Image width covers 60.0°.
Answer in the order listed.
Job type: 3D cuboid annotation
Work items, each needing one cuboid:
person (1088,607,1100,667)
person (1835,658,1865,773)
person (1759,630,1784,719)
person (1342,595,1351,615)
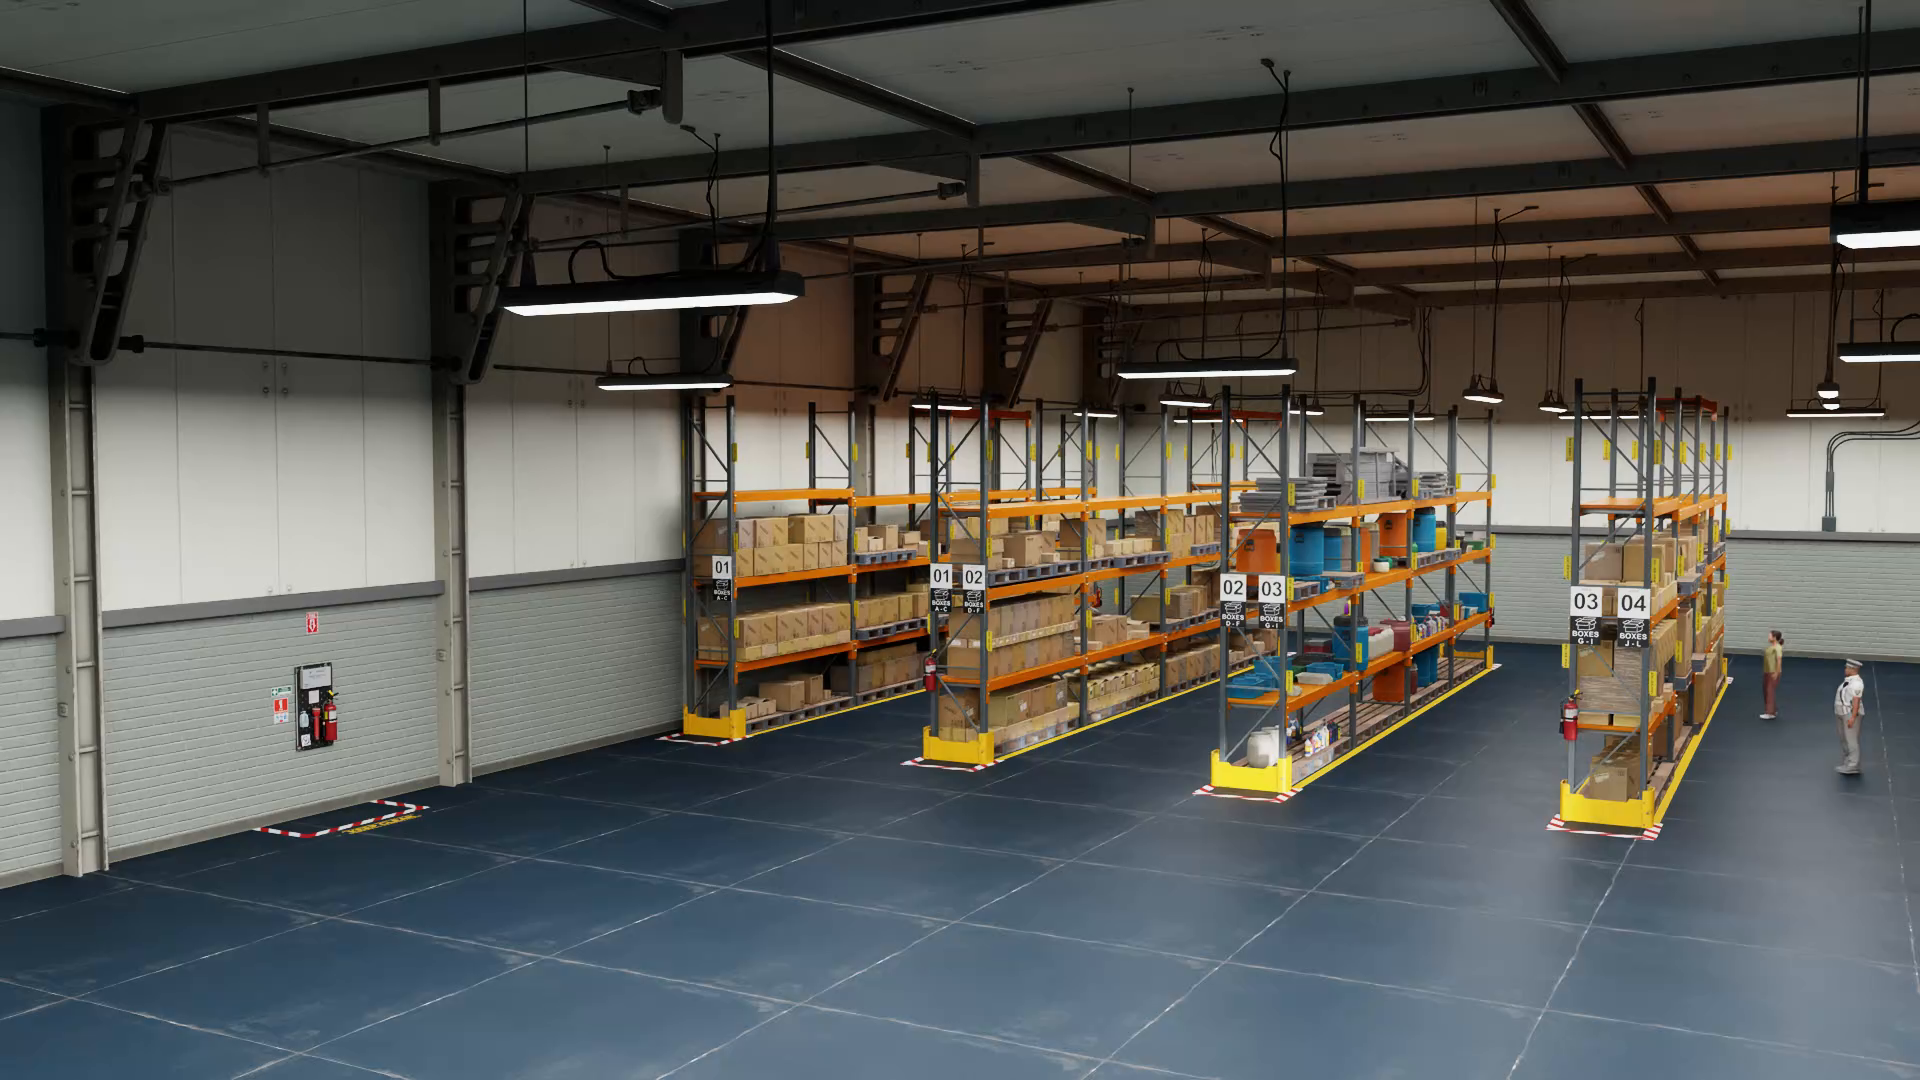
[{"bbox_3d":[2.861,2.270,36.268,0.931,1.646,0.528,-1,3,-26],"label":"person"},{"bbox_3d":[13.913,2.757,26.081,0.513,1.774,0.597,0,3,0],"label":"person"},{"bbox_3d":[15.321,2.531,31.421,0.533,1.673,0.502,-1,3,-11],"label":"person"},{"bbox_3d":[9.273,2.041,39.375,0.612,1.772,0.382,-2,4,-37],"label":"person"}]
